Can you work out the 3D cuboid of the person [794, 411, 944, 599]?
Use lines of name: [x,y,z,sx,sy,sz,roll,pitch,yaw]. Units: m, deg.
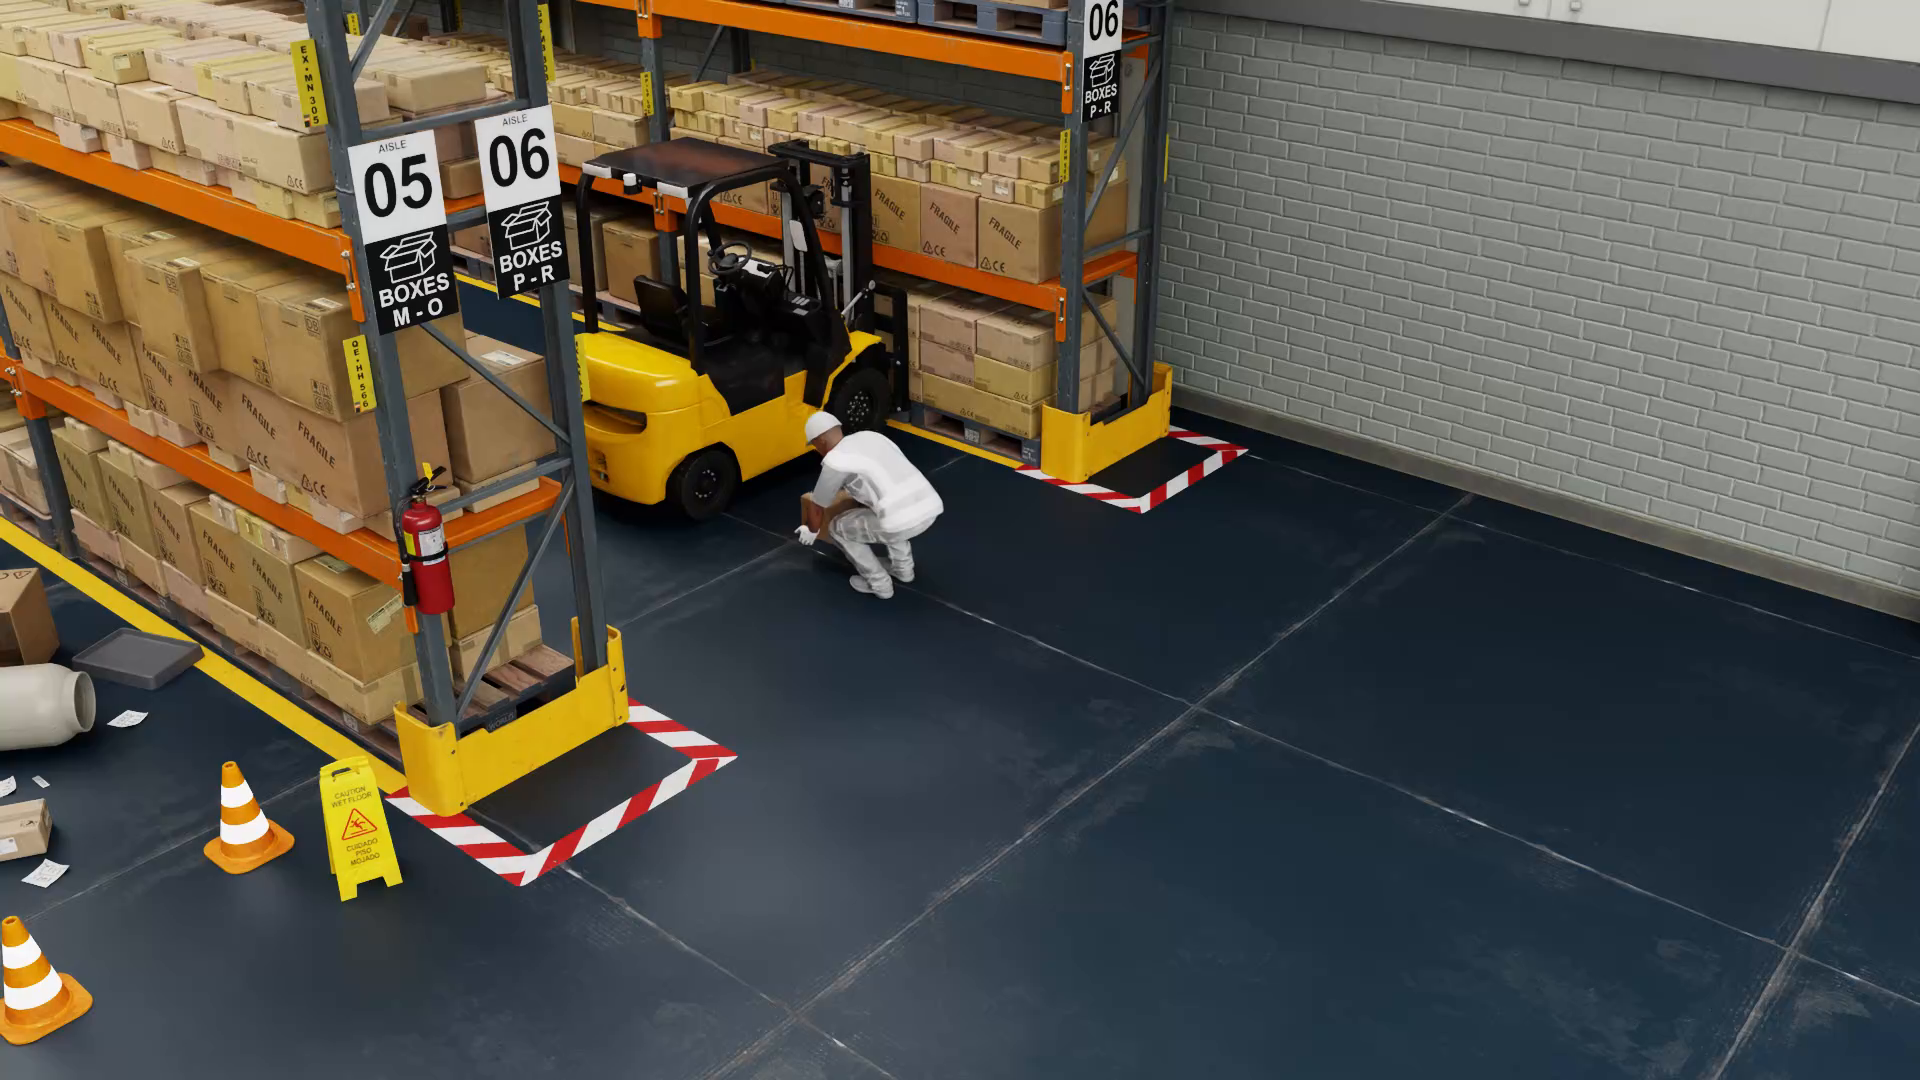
person: [-0.552,-0.212,9.848,0.901,1.026,0.571,21,34,34]
